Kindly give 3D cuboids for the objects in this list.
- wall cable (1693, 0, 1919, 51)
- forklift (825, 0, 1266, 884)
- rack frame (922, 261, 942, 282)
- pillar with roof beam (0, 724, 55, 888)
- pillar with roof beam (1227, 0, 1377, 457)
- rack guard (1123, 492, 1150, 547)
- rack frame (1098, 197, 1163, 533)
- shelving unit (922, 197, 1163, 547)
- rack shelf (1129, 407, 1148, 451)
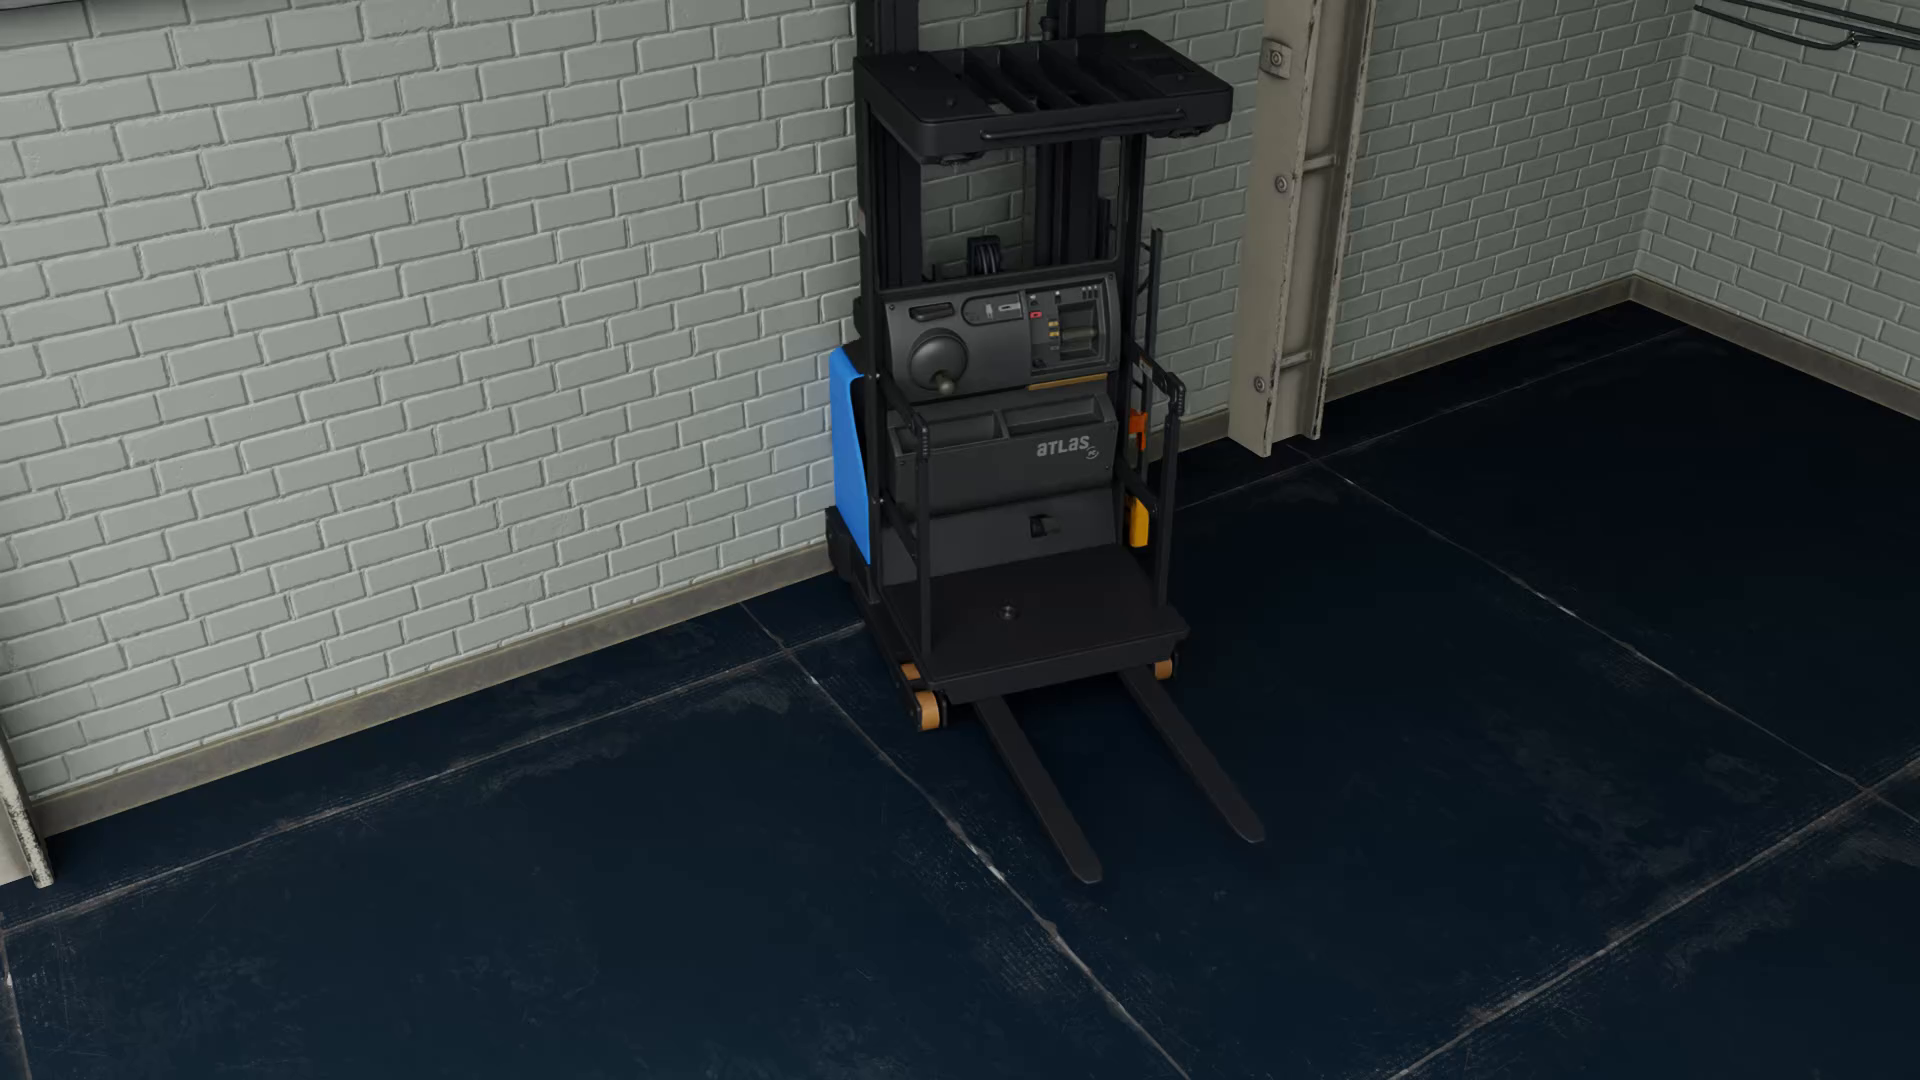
[{"bbox_3d":[4.808,-3.294,7.447,0.112,2.526,3.097,-19,37,-27],"label":"wall cable"},{"bbox_3d":[0.244,-0.731,6.162,1.130,2.935,3.031,-10,34,-16],"label":"forklift"},{"bbox_3d":[-0.188,-0.556,7.209,0.032,1.500,0.500,-12,32,-21],"label":"rack frame"},{"bbox_3d":[-1.095,-0.683,0.399,0.400,9.000,9.100,-19,37,-27],"label":"pillar with roof beam"},{"bbox_3d":[3.948,-2.418,3.148,0.400,9.000,9.100,-19,37,-27],"label":"pillar with roof beam"},{"bbox_3d":[0.720,-0.211,7.872,0.087,0.250,0.587,-12,32,-21],"label":"rack guard"},{"bbox_3d":[0.739,-0.760,7.573,0.032,1.500,0.500,-12,32,-21],"label":"rack frame"},{"bbox_3d":[0.267,-0.656,7.388,1.083,1.500,0.587,-12,32,-21],"label":"shelving unit"},{"bbox_3d":[0.275,-0.501,7.479,1.000,0.185,0.538,-12,32,-21],"label":"rack shelf"}]
